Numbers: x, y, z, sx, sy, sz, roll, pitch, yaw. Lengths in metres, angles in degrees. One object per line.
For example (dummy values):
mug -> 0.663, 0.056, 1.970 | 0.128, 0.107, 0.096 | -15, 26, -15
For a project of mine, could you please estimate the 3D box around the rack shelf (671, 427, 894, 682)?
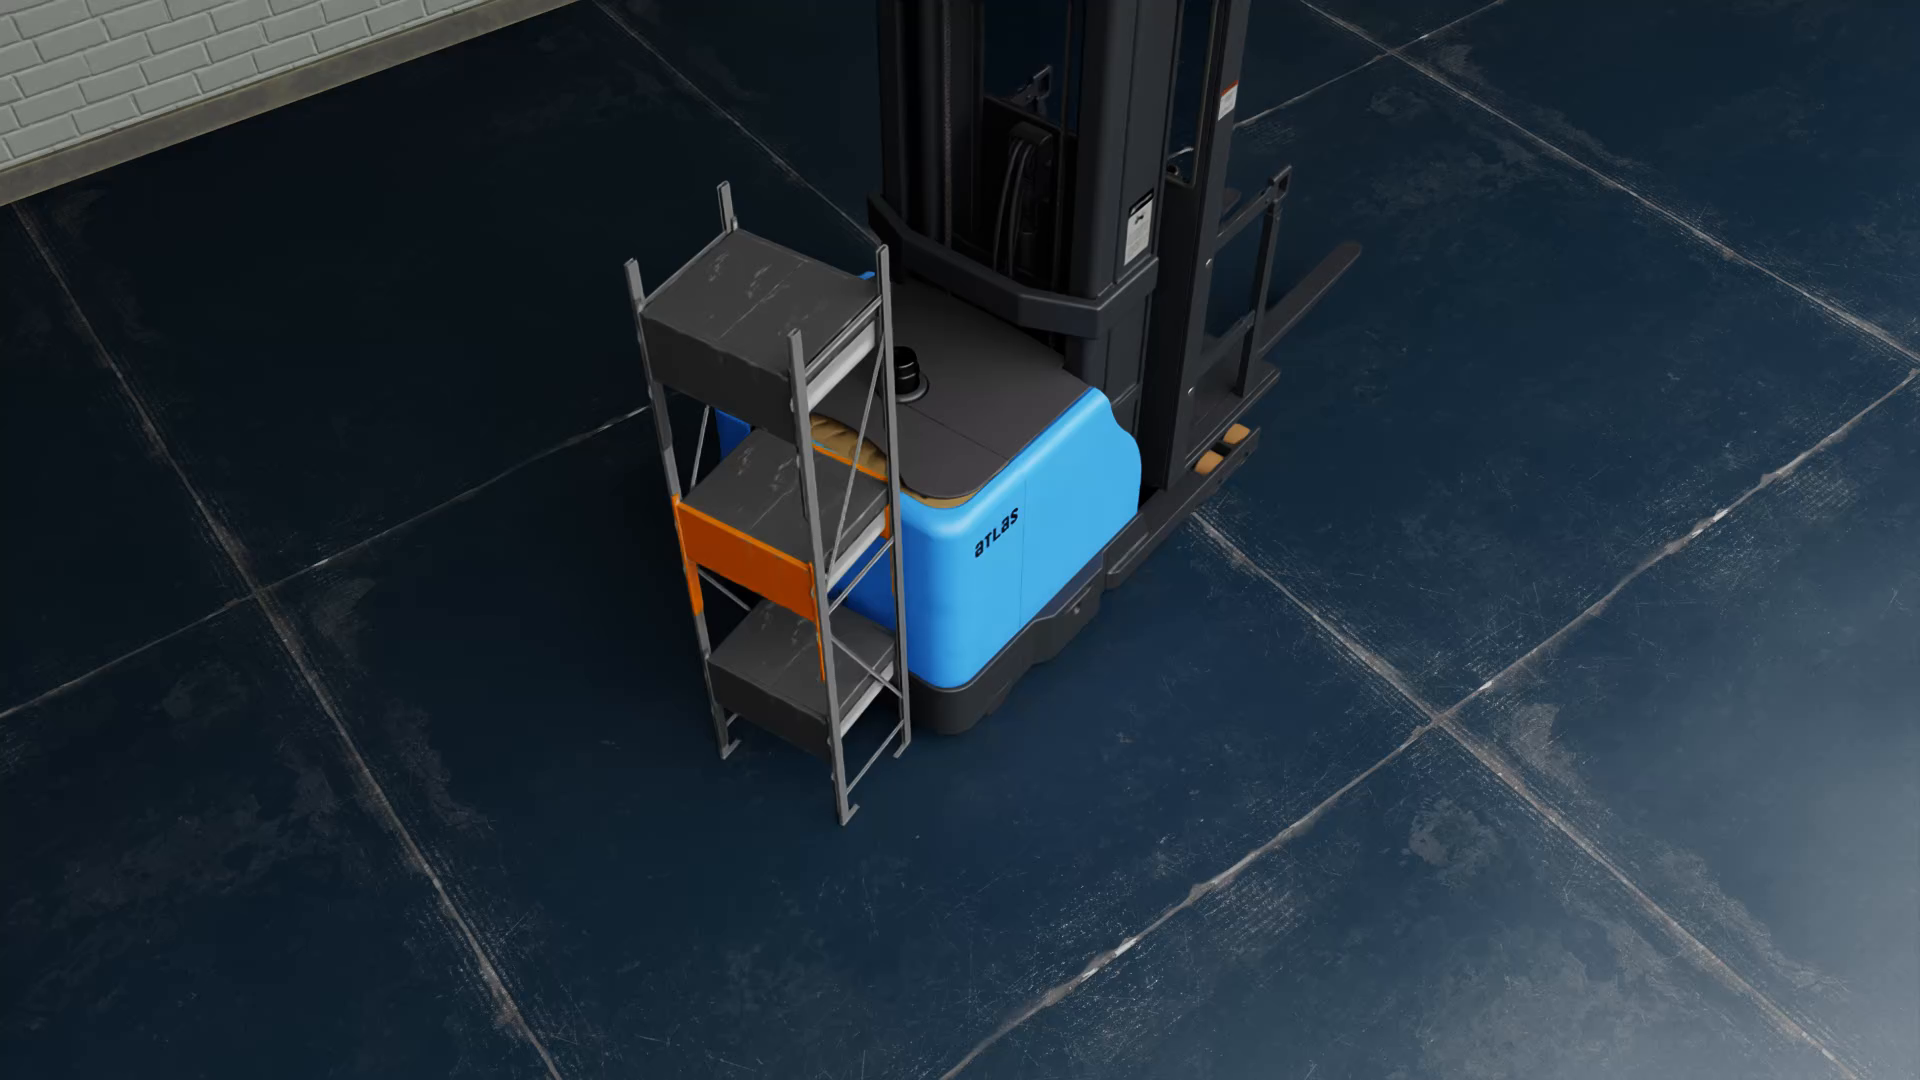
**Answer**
rack shelf -> -0.489, 0.016, 4.834 | 0.480, 0.518, 0.431 | 25, 53, 21

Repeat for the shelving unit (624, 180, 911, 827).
shelving unit -> -0.489, 0.007, 4.823 | 0.503, 2.100, 0.431 | 25, 53, 21

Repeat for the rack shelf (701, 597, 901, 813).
rack shelf -> -0.486, 0.483, 5.355 | 0.480, 0.518, 0.431 | 25, 53, 21

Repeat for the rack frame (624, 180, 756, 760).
rack frame -> -0.696, -0.089, 4.911 | 0.015, 2.100, 0.400 | 25, 53, 21

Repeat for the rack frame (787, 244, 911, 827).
rack frame -> -0.283, 0.104, 4.736 | 0.015, 2.100, 0.400 | 25, 53, 21

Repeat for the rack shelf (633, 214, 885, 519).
rack shelf -> -0.492, -0.450, 4.312 | 0.480, 0.518, 0.431 | 25, 53, 21

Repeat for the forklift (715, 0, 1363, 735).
forklift -> 0.514, -1.370, 5.514 | 1.130, 2.935, 3.031 | 31, 55, 25
